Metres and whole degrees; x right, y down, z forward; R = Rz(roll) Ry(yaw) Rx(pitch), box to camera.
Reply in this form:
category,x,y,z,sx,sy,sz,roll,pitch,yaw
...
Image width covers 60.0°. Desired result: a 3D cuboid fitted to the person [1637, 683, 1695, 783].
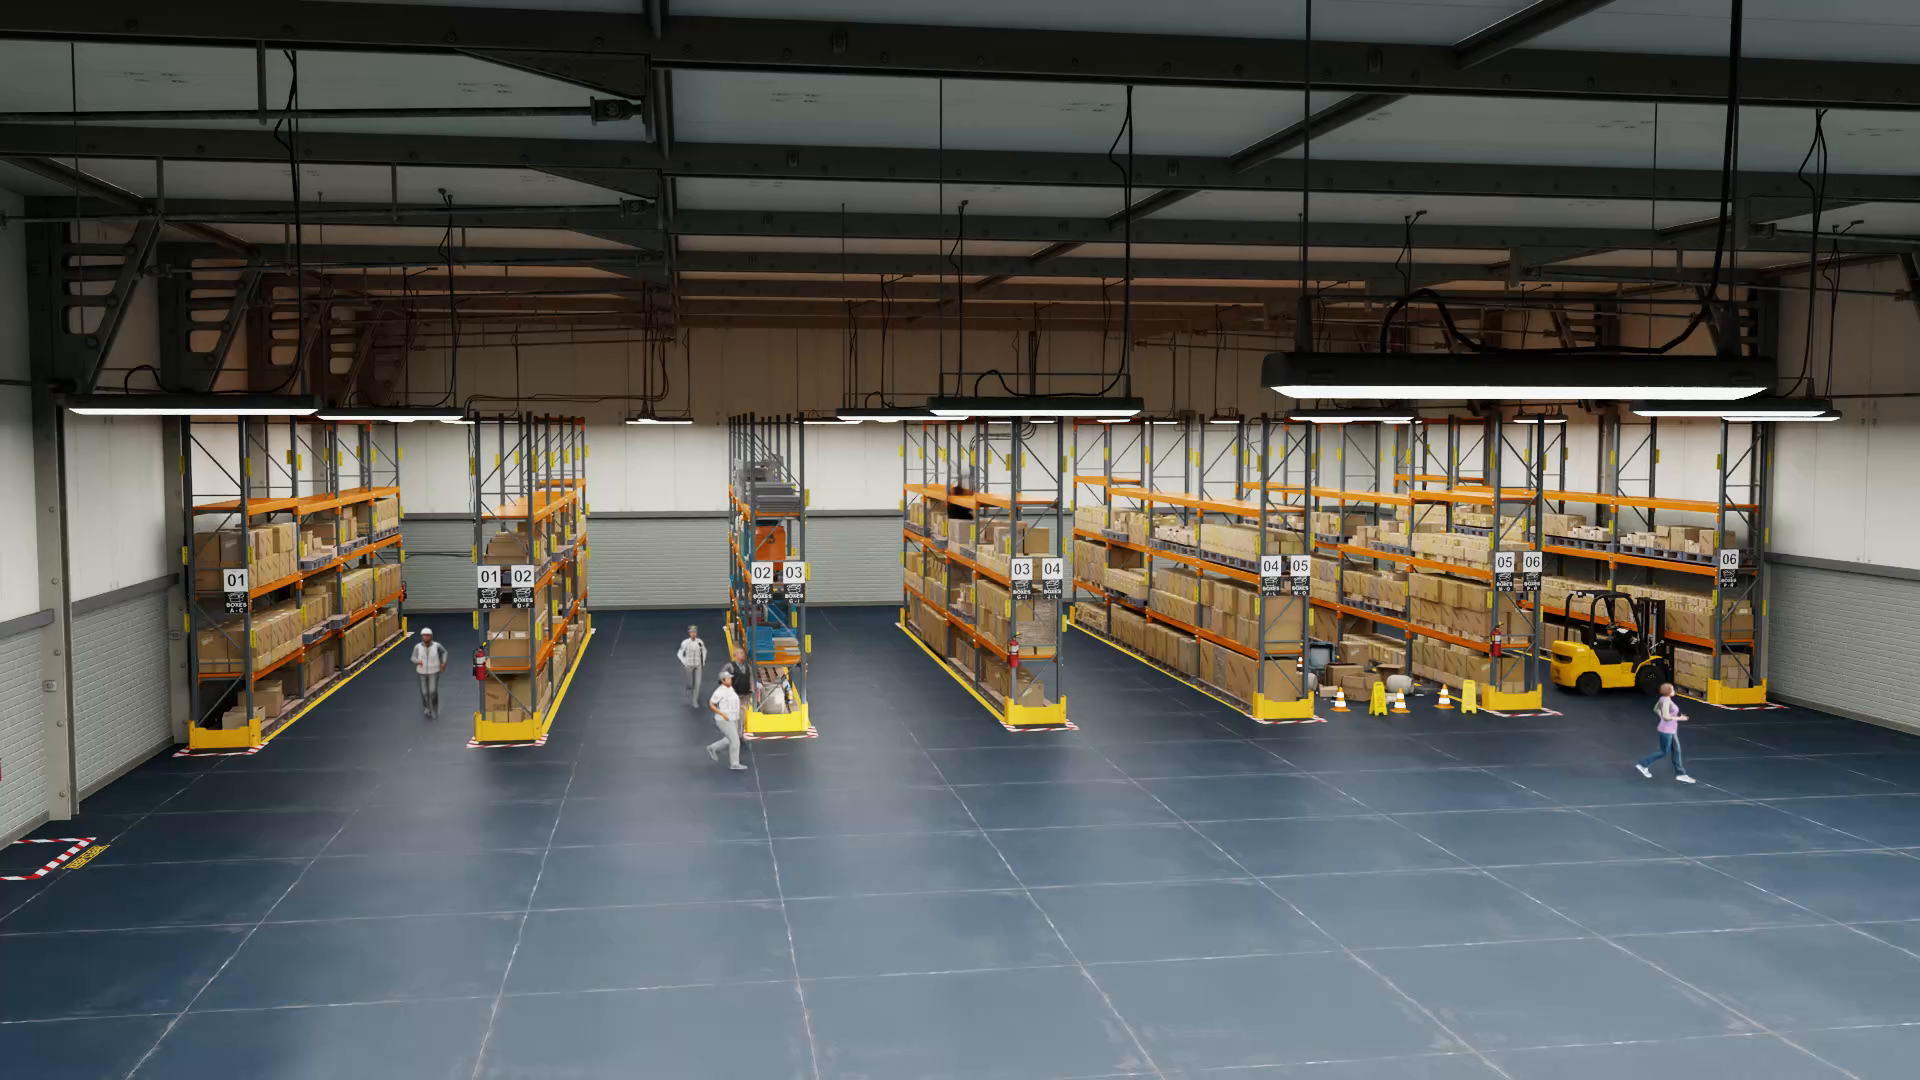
category,x,y,z,sx,sy,sz,roll,pitch,yaw
person,11.347,3.079,26.658,0.851,1.580,0.545,2,4,27

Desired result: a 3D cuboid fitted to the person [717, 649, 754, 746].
category,x,y,z,sx,sy,sz,roll,pitch,yaw
person,-4.013,2.830,30.220,0.697,1.703,0.796,-4,5,-44

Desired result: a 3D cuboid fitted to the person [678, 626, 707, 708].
category,x,y,z,sx,sy,sz,roll,pitch,yaw
person,-5.484,2.581,34.183,0.619,1.676,0.721,-1,4,-19

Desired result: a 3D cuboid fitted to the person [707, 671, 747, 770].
category,x,y,z,sx,sy,sz,roll,pitch,yaw
person,-3.916,3.012,27.837,0.784,1.632,0.620,1,4,19

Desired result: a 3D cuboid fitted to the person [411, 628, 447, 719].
category,x,y,z,sx,sy,sz,roll,pitch,yaw
person,-10.437,2.635,32.672,0.669,1.829,0.726,-1,4,-10
